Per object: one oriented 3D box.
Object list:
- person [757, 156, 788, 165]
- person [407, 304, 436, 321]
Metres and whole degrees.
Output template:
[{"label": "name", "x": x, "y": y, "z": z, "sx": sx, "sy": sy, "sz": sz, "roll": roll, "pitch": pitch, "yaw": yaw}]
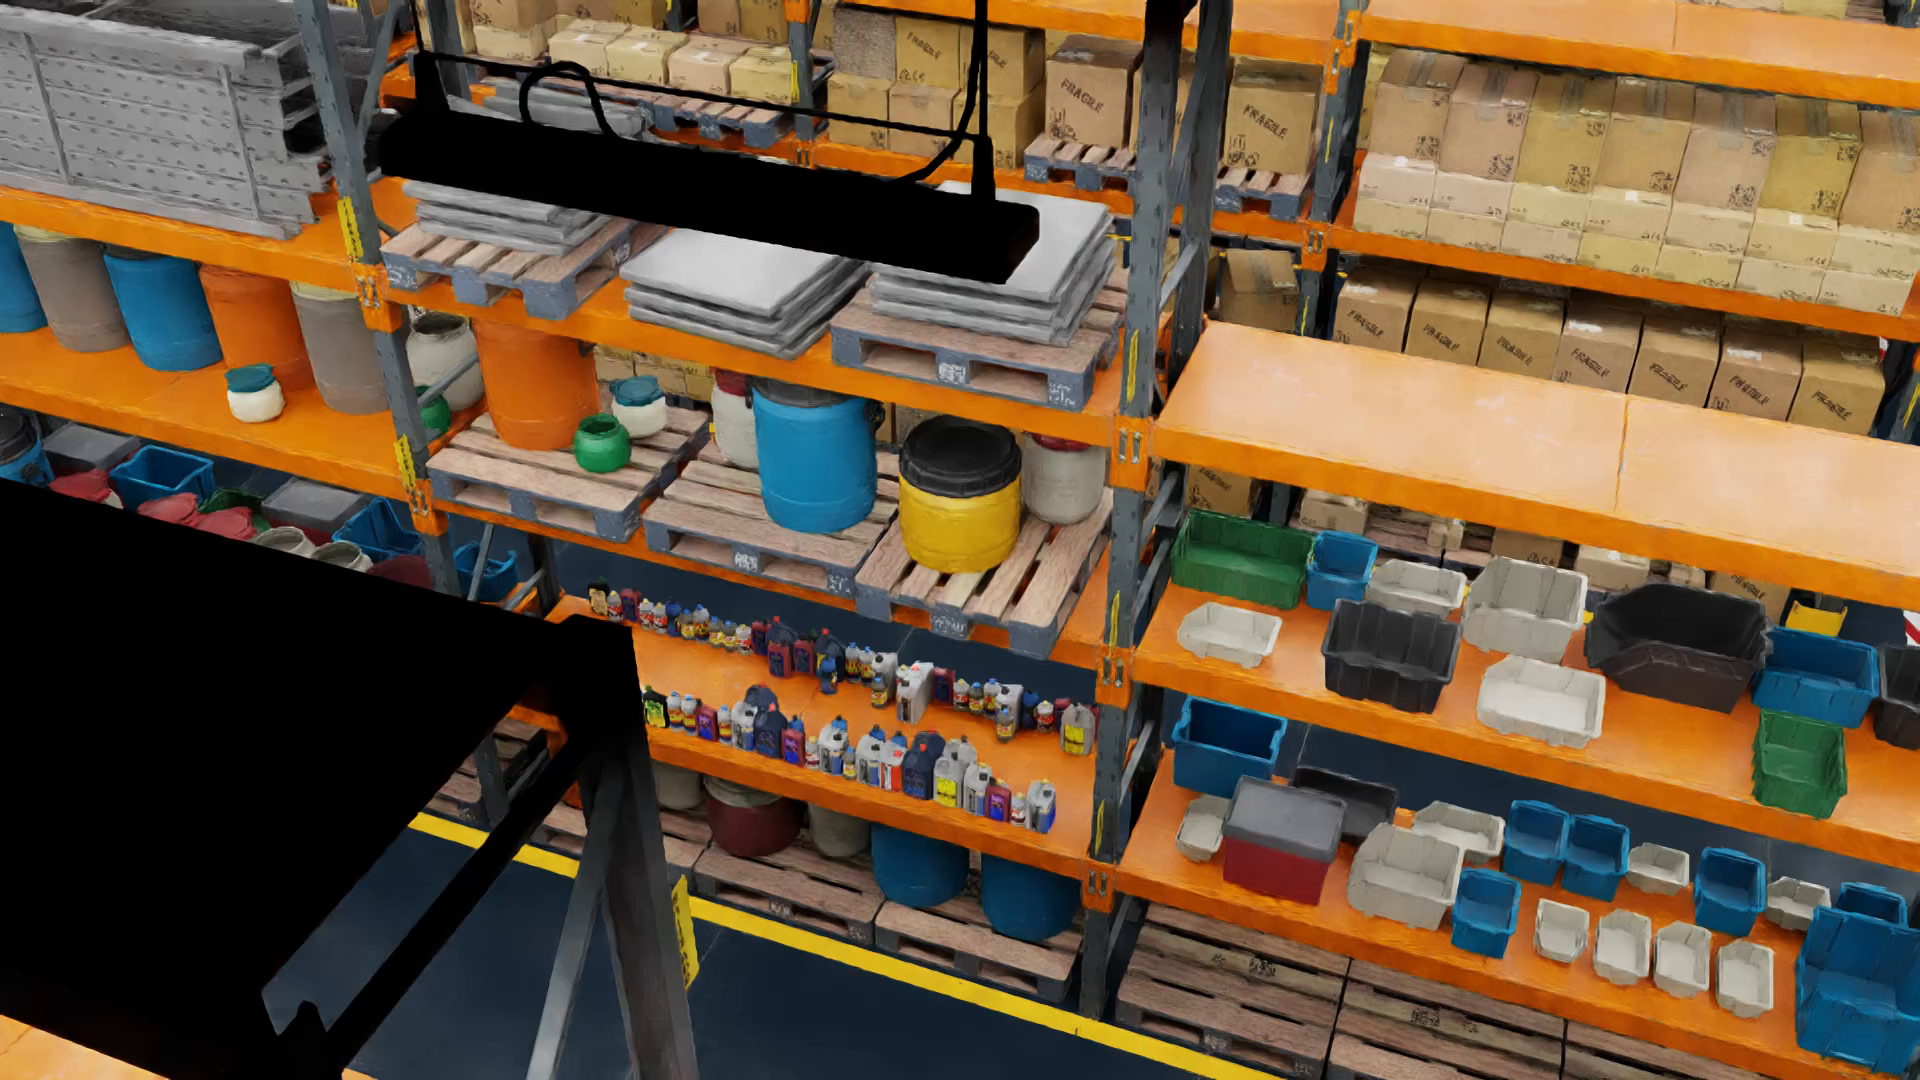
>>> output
[{"label": "person", "x": -1.610, "y": -2.901, "z": 15.879, "sx": 0.574, "sy": 1.726, "sz": 0.677, "roll": 12, "pitch": 38, "yaw": 15}, {"label": "person", "x": -4.708, "y": -1.679, "z": 14.169, "sx": 0.595, "sy": 1.762, "sz": 0.475, "roll": -6, "pitch": 37, "yaw": -8}]
